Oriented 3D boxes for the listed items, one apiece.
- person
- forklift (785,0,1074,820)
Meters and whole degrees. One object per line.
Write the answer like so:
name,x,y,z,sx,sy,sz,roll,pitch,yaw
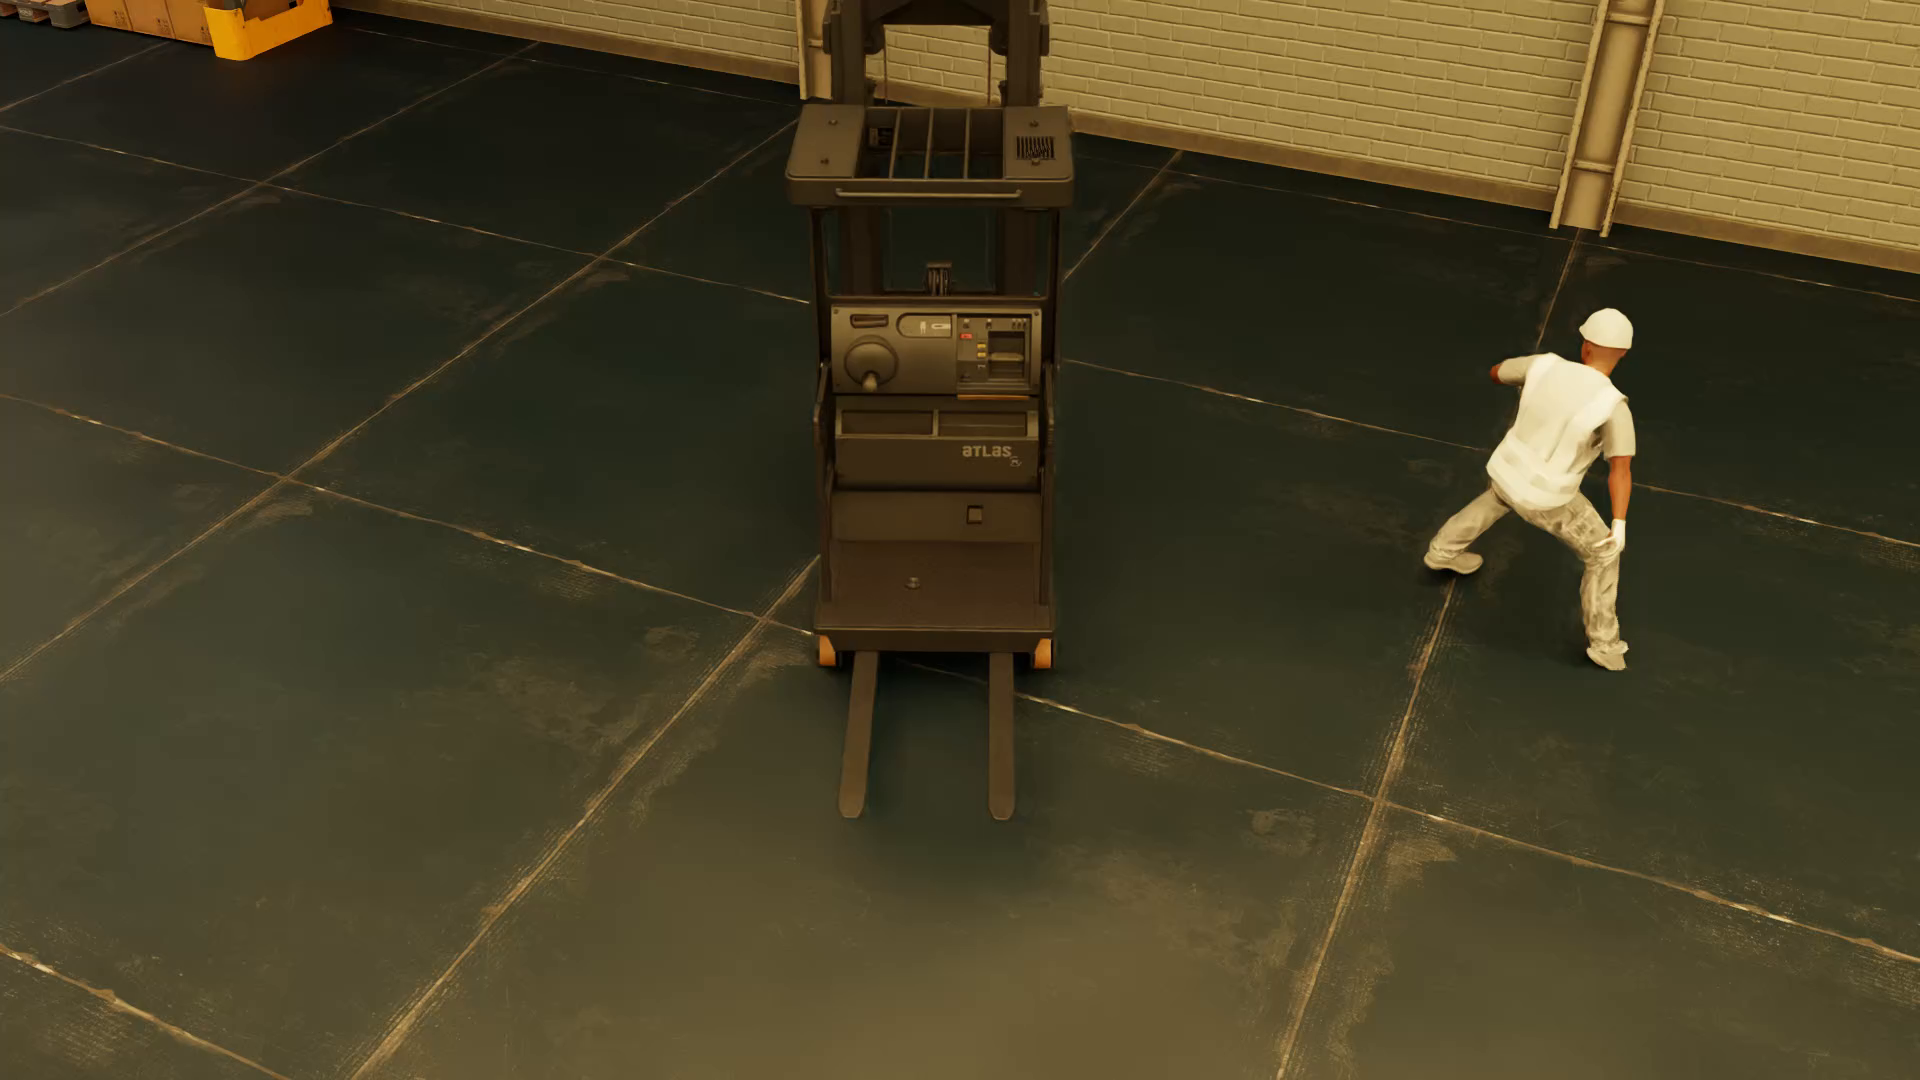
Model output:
person,2.747,-0.224,7.638,0.583,1.733,1.147,-15,38,-20
forklift,-0.107,-0.776,7.174,1.130,2.935,3.031,1,36,1
